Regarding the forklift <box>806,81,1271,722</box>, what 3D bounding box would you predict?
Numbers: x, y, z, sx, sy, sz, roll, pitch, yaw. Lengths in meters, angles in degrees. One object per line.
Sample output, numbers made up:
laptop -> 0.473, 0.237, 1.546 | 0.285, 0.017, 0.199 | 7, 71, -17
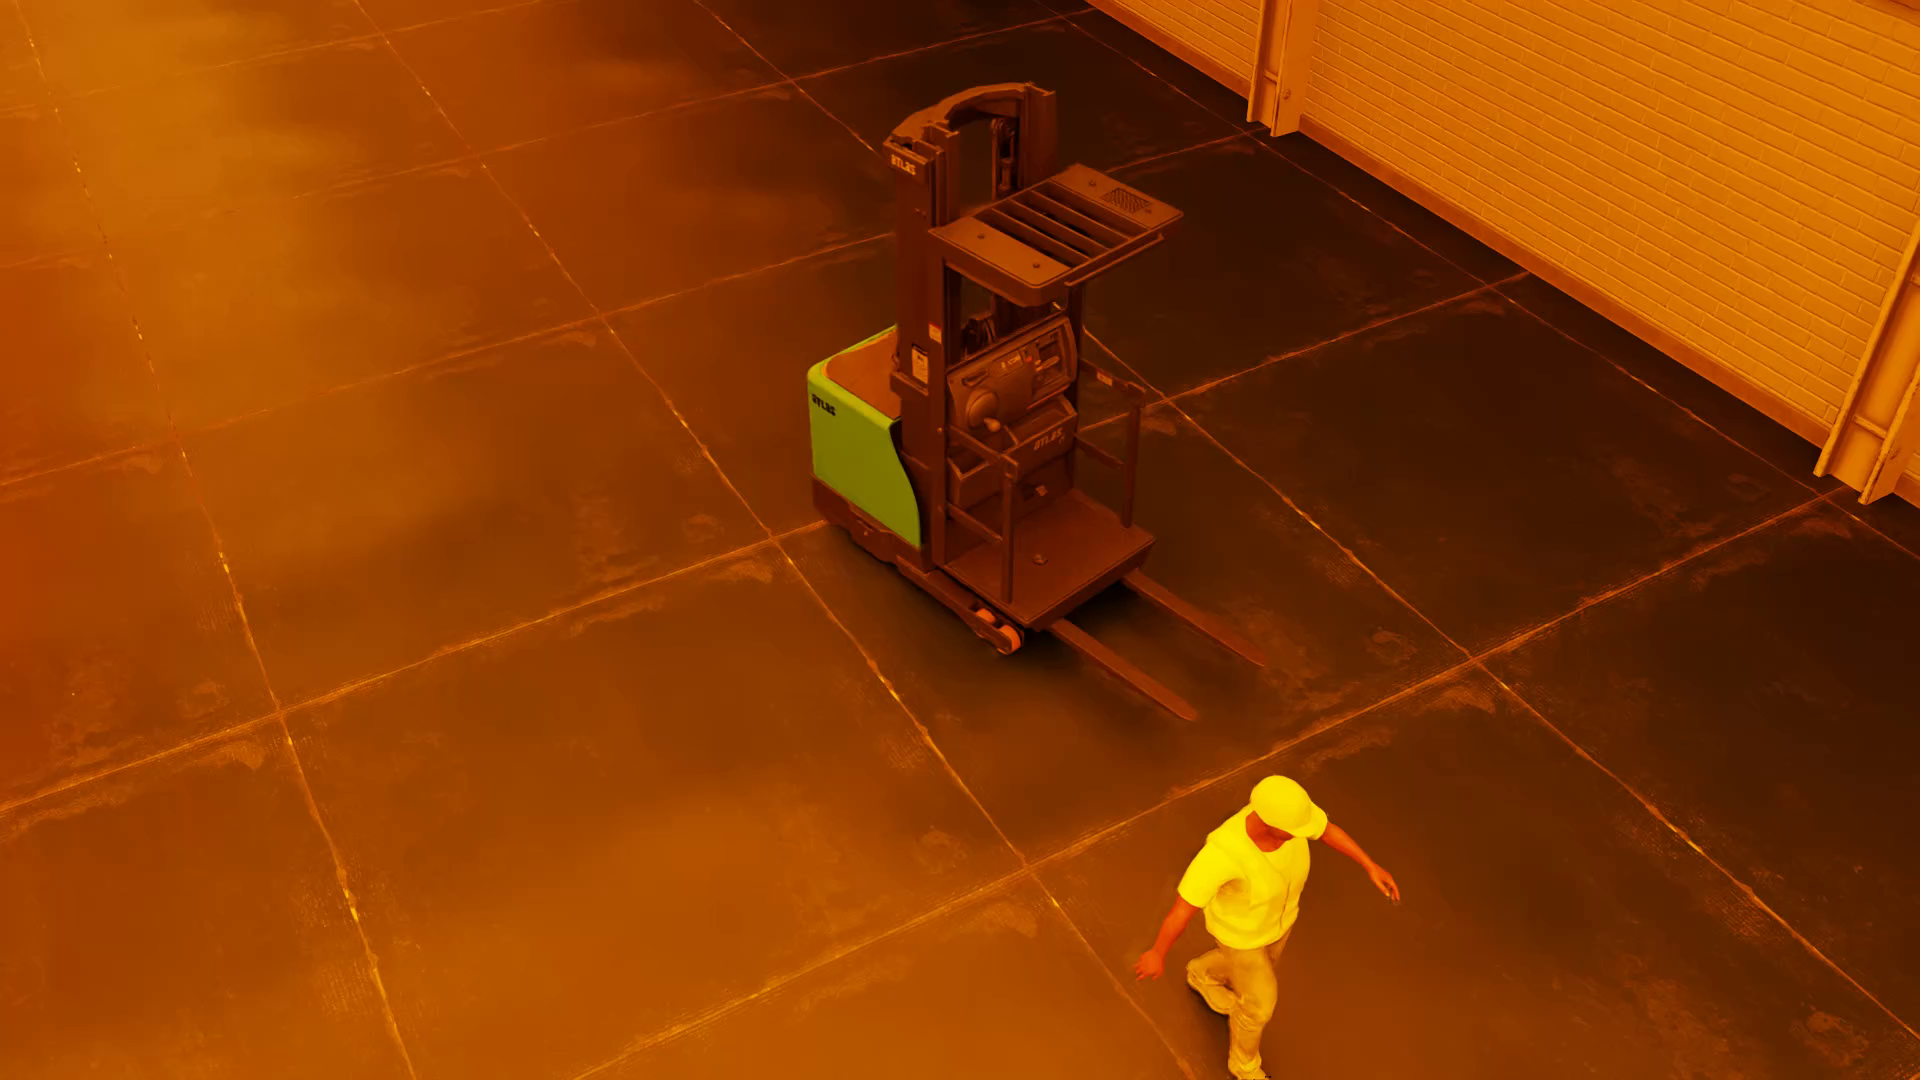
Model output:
forklift -> 0.441, -0.845, 9.055 | 1.130, 2.935, 3.031 | -31, 49, -32

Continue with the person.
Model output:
person -> 1.247, 1.628, 7.011 | 1.009, 1.745, 0.760 | -31, 49, -32
